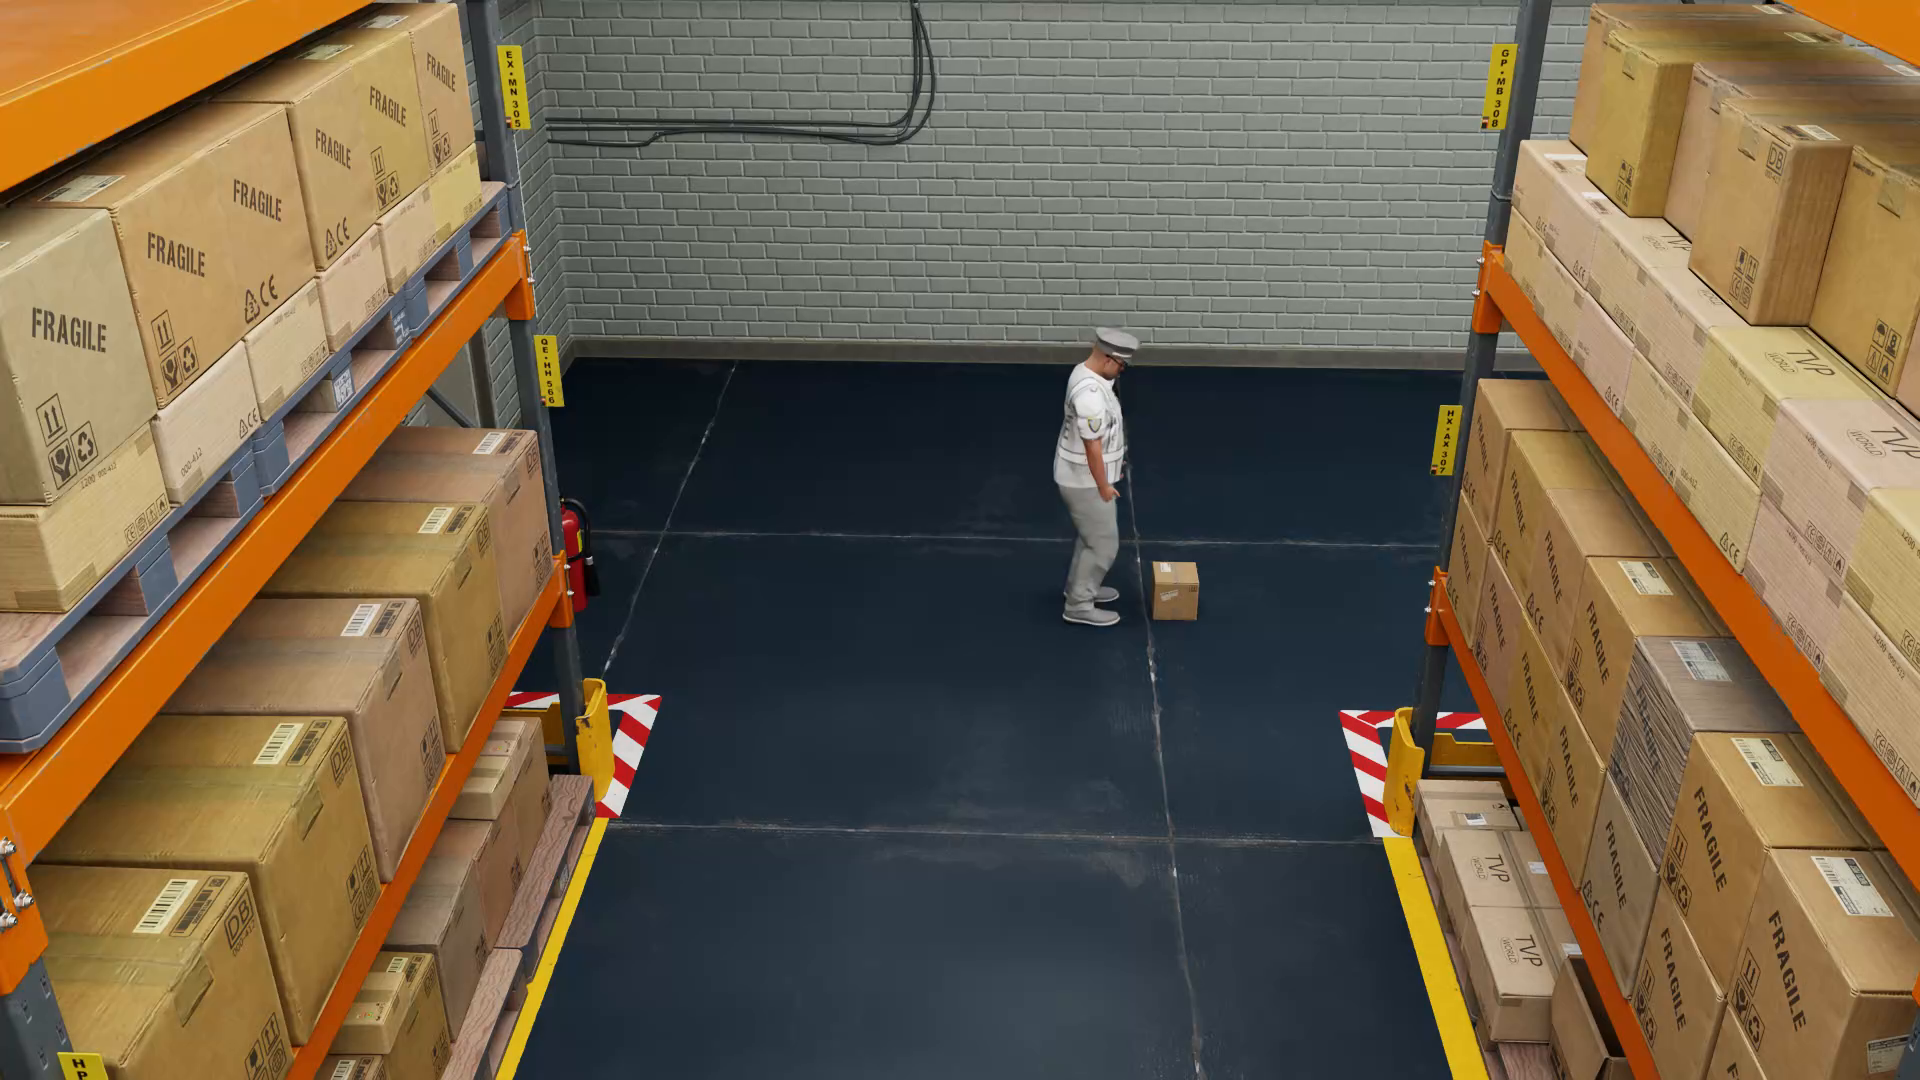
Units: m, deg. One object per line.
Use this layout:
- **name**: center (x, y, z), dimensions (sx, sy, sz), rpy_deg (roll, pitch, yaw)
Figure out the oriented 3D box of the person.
- **person**: center (0.746, -0.365, 9.354), dimensions (0.439, 1.719, 0.547), rpy_deg (2, 28, 3)
